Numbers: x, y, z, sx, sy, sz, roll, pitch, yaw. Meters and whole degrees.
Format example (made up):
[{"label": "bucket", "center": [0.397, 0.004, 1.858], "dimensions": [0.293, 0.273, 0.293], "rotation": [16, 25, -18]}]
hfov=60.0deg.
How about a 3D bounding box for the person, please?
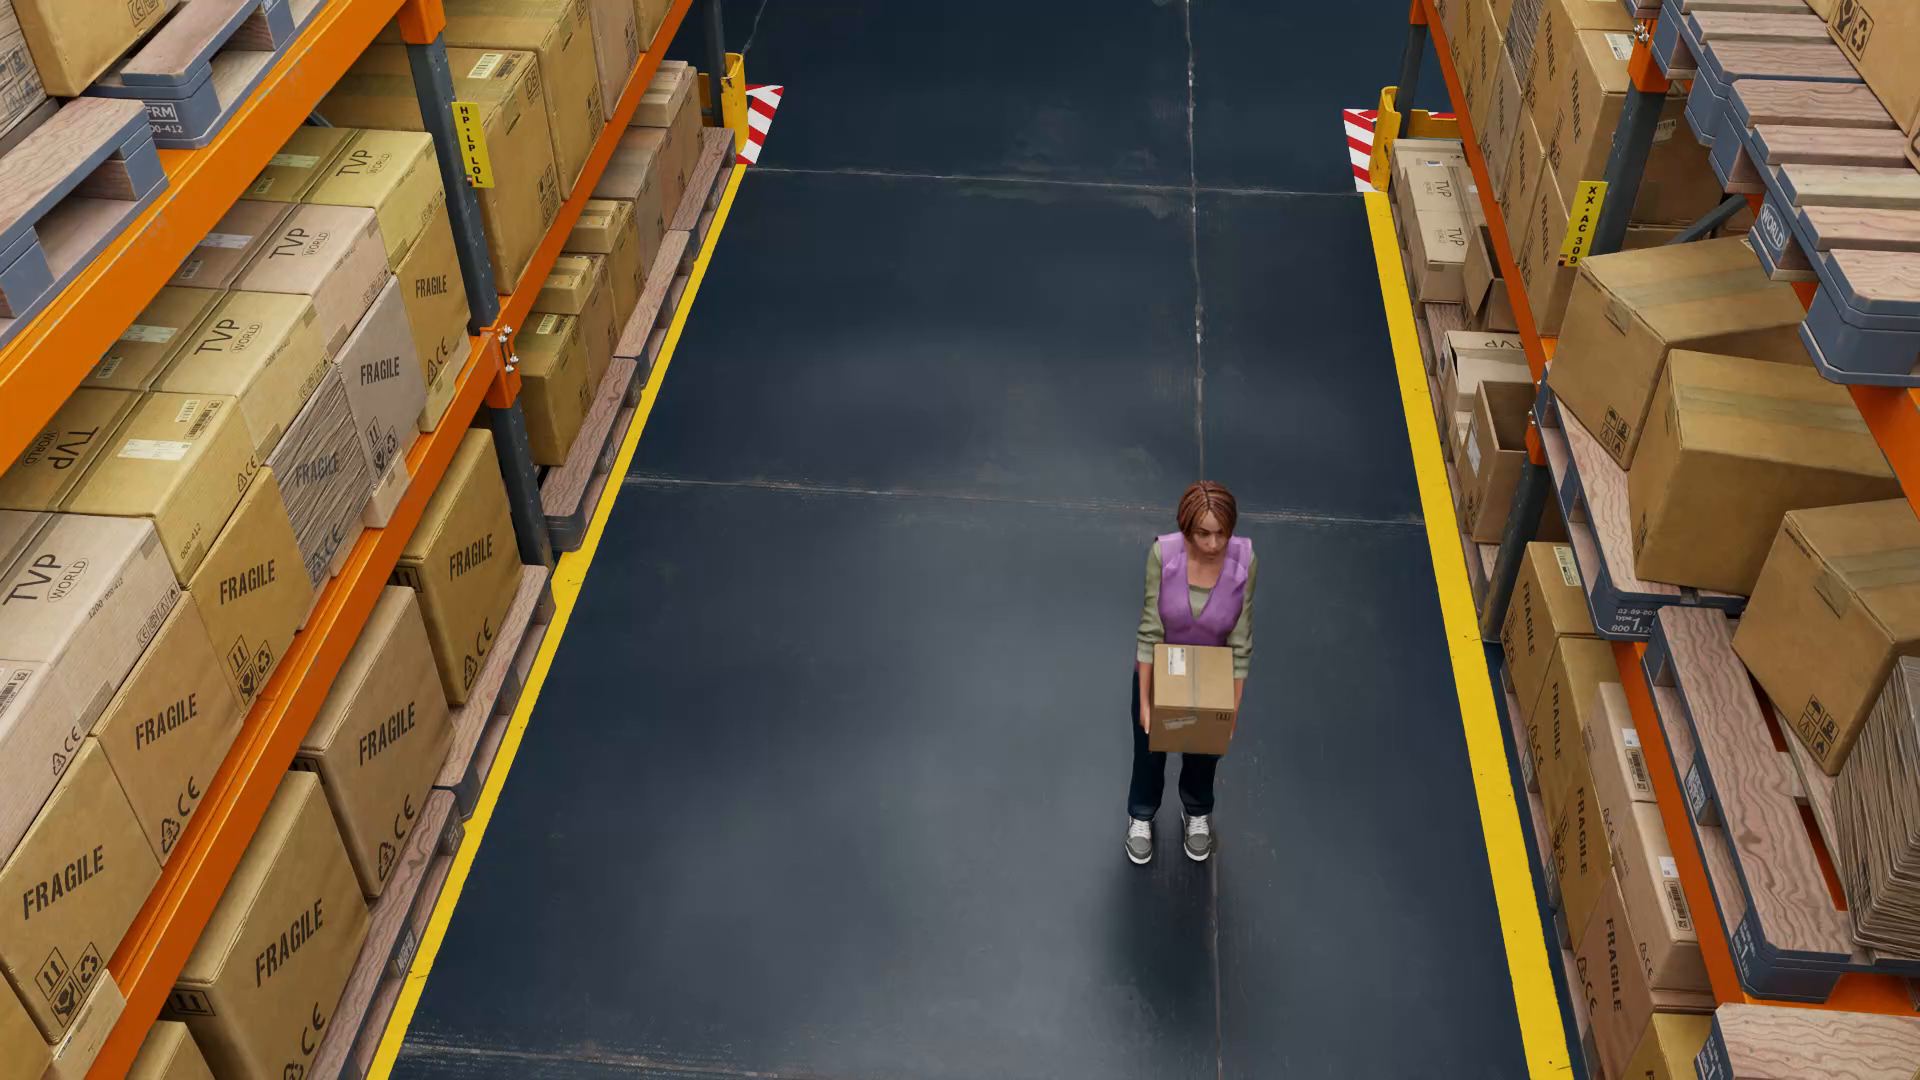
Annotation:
[{"label": "person", "center": [0.782, 0.461, 5.636], "dimensions": [0.482, 1.582, 0.341], "rotation": [2, 41, 2]}]
